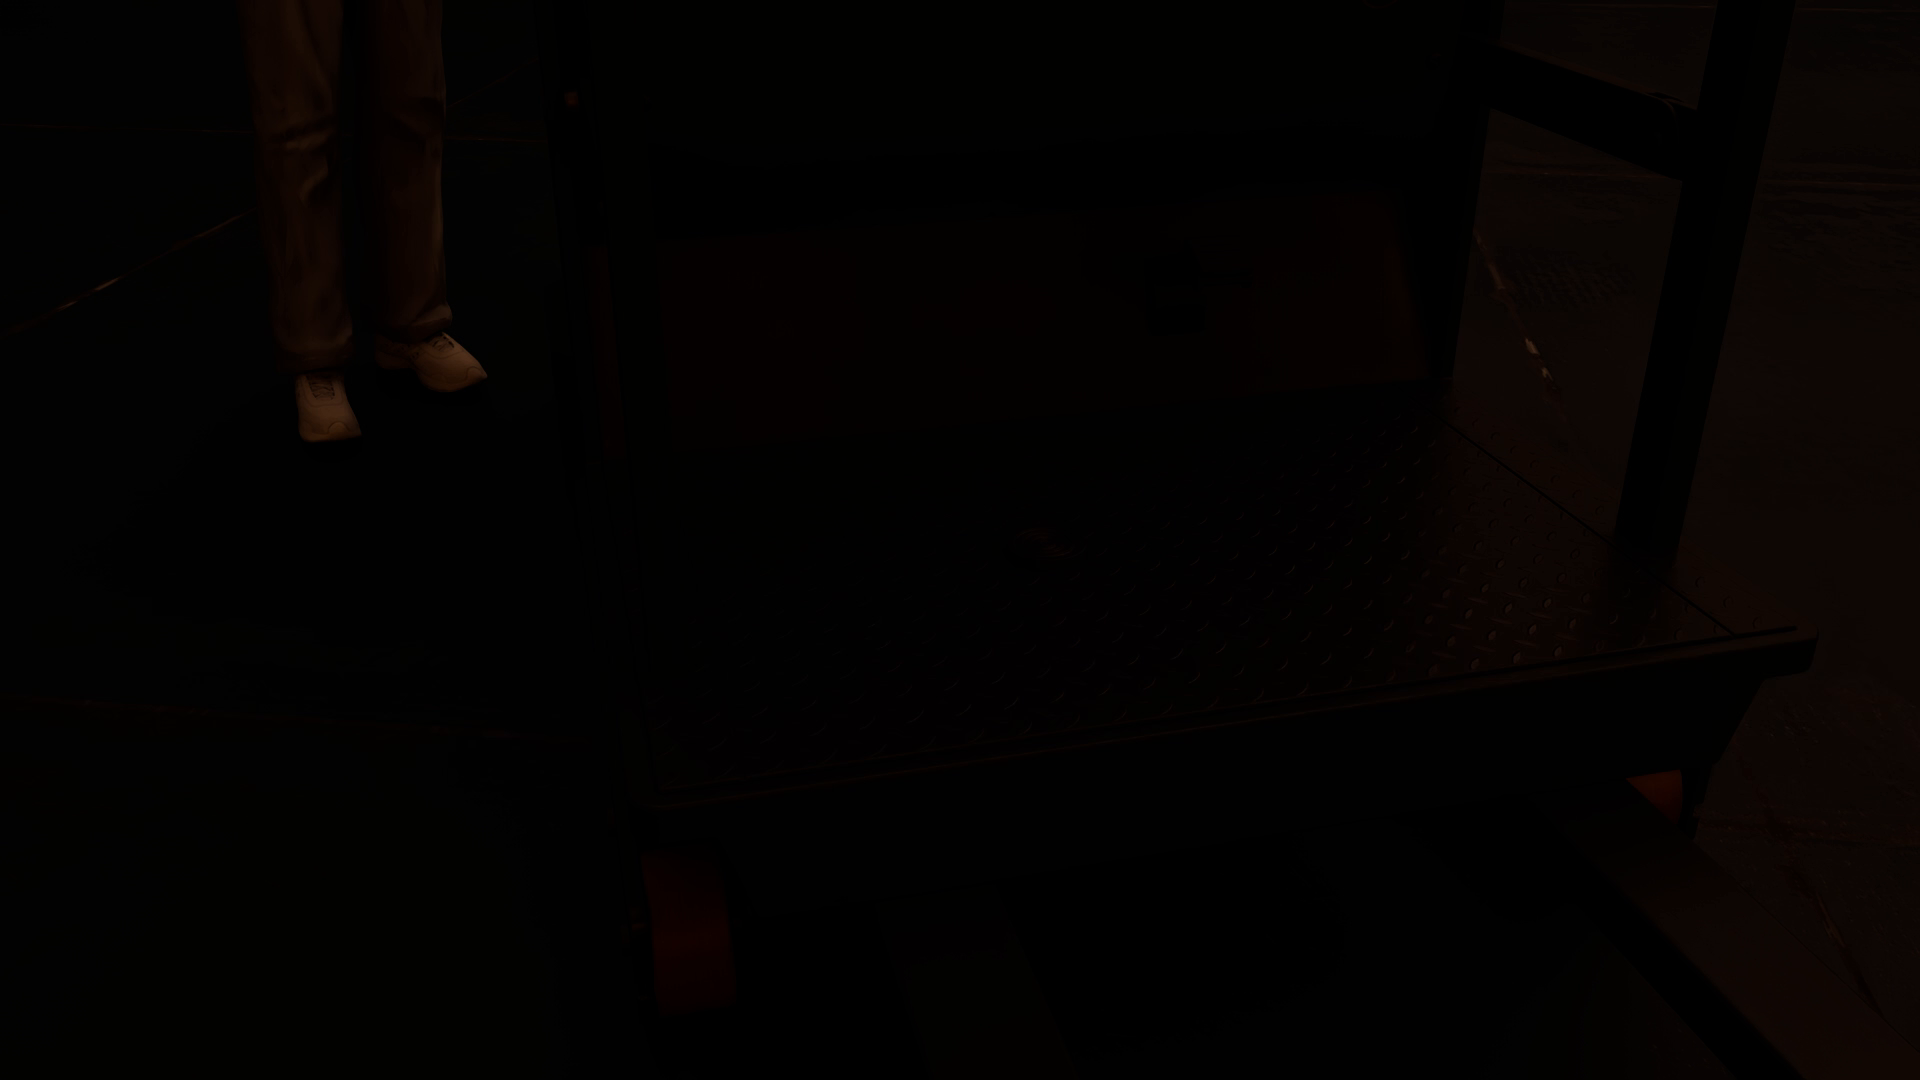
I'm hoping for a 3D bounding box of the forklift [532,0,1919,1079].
[{"bbox_3d":[0.153,-1.049,1.319,1.130,2.935,3.031,-7,27,-13],"label":"forklift"}]

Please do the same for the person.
[{"bbox_3d":[-1.003,-1.030,2.714,0.549,1.637,0.529,-19,32,-34],"label":"person"}]
